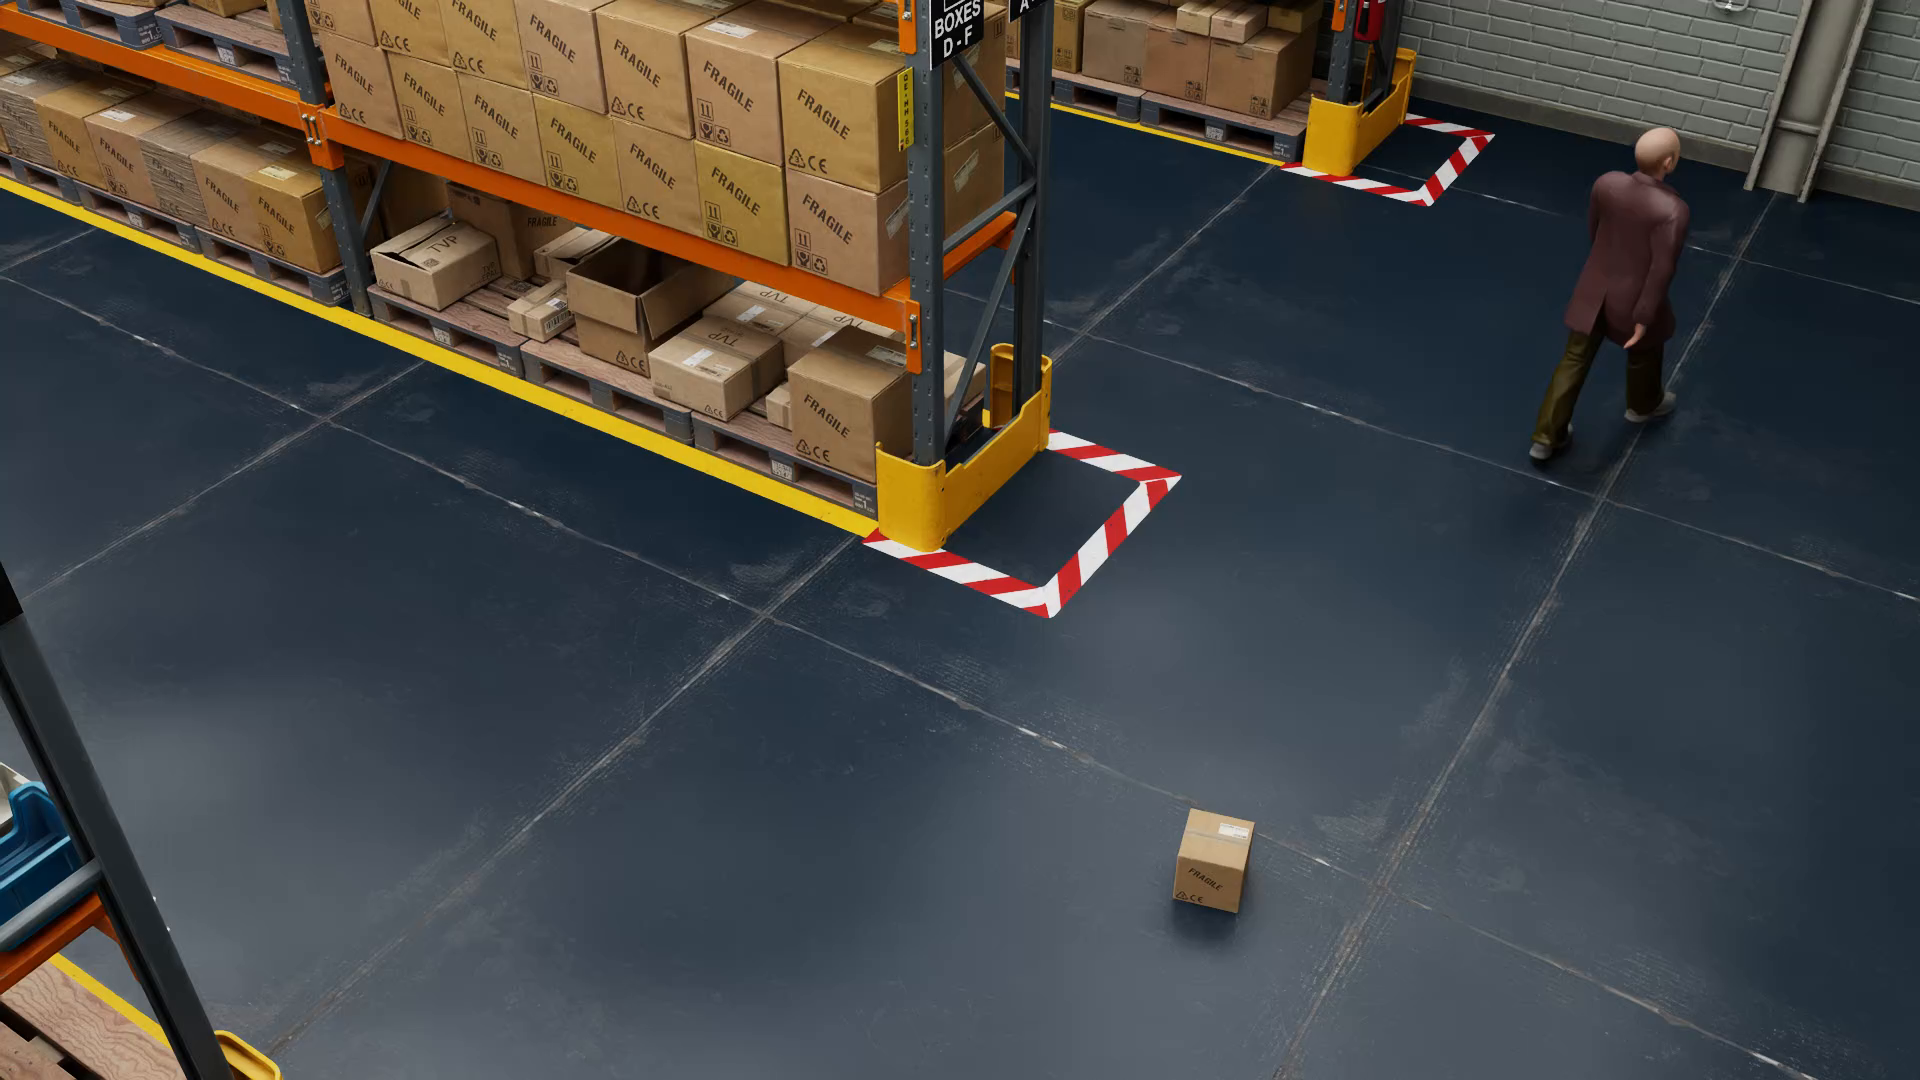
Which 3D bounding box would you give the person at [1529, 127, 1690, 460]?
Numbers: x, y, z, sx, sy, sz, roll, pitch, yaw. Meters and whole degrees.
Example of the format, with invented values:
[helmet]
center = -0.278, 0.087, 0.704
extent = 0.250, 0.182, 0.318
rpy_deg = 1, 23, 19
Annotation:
[person]
center = 3.364, -1.283, 8.316
extent = 1.047, 1.731, 0.569
rpy_deg = -29, 47, -32
